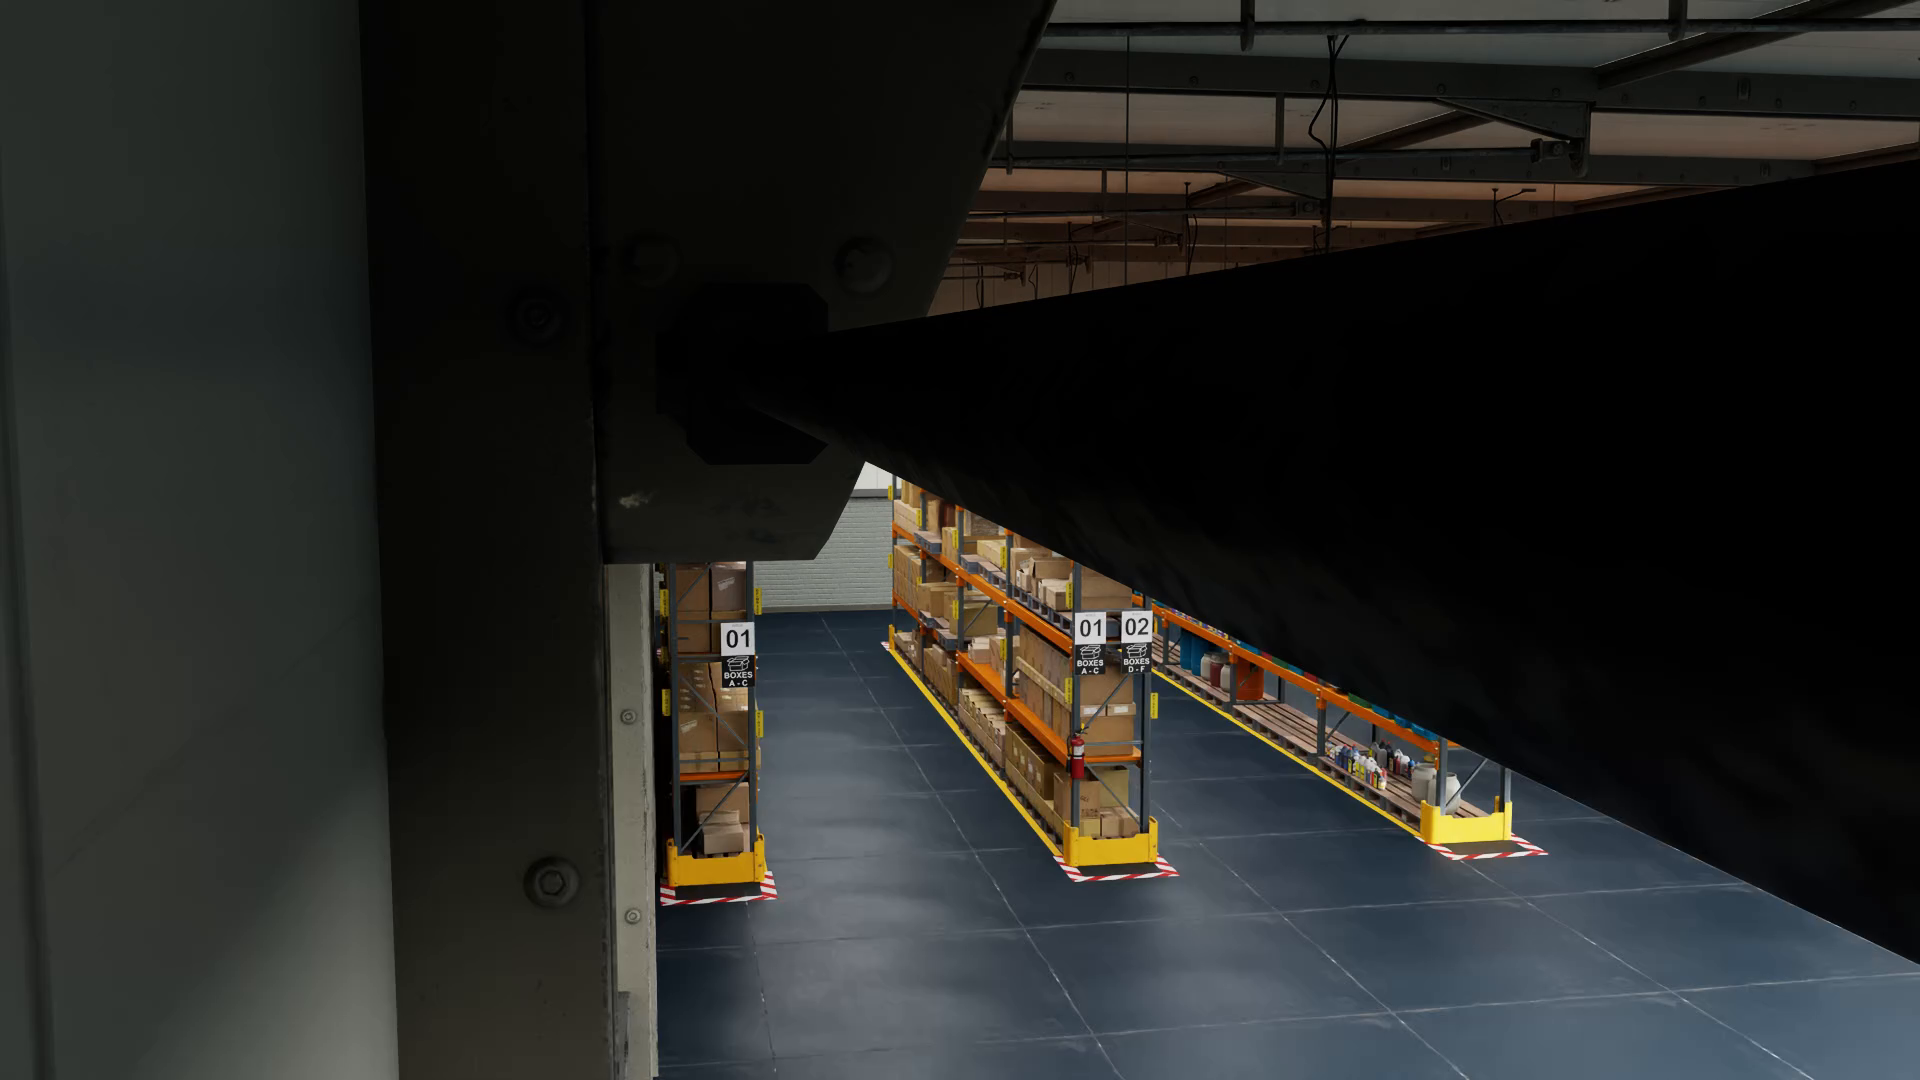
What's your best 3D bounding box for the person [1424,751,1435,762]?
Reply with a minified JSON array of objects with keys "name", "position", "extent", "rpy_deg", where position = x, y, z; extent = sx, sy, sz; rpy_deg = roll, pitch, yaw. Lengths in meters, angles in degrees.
[{"name":"person","position":[7.453,2.620,26.226],"extent":[0.441,1.782,0.677],"rpy_deg":[-5,8,-36]}]
